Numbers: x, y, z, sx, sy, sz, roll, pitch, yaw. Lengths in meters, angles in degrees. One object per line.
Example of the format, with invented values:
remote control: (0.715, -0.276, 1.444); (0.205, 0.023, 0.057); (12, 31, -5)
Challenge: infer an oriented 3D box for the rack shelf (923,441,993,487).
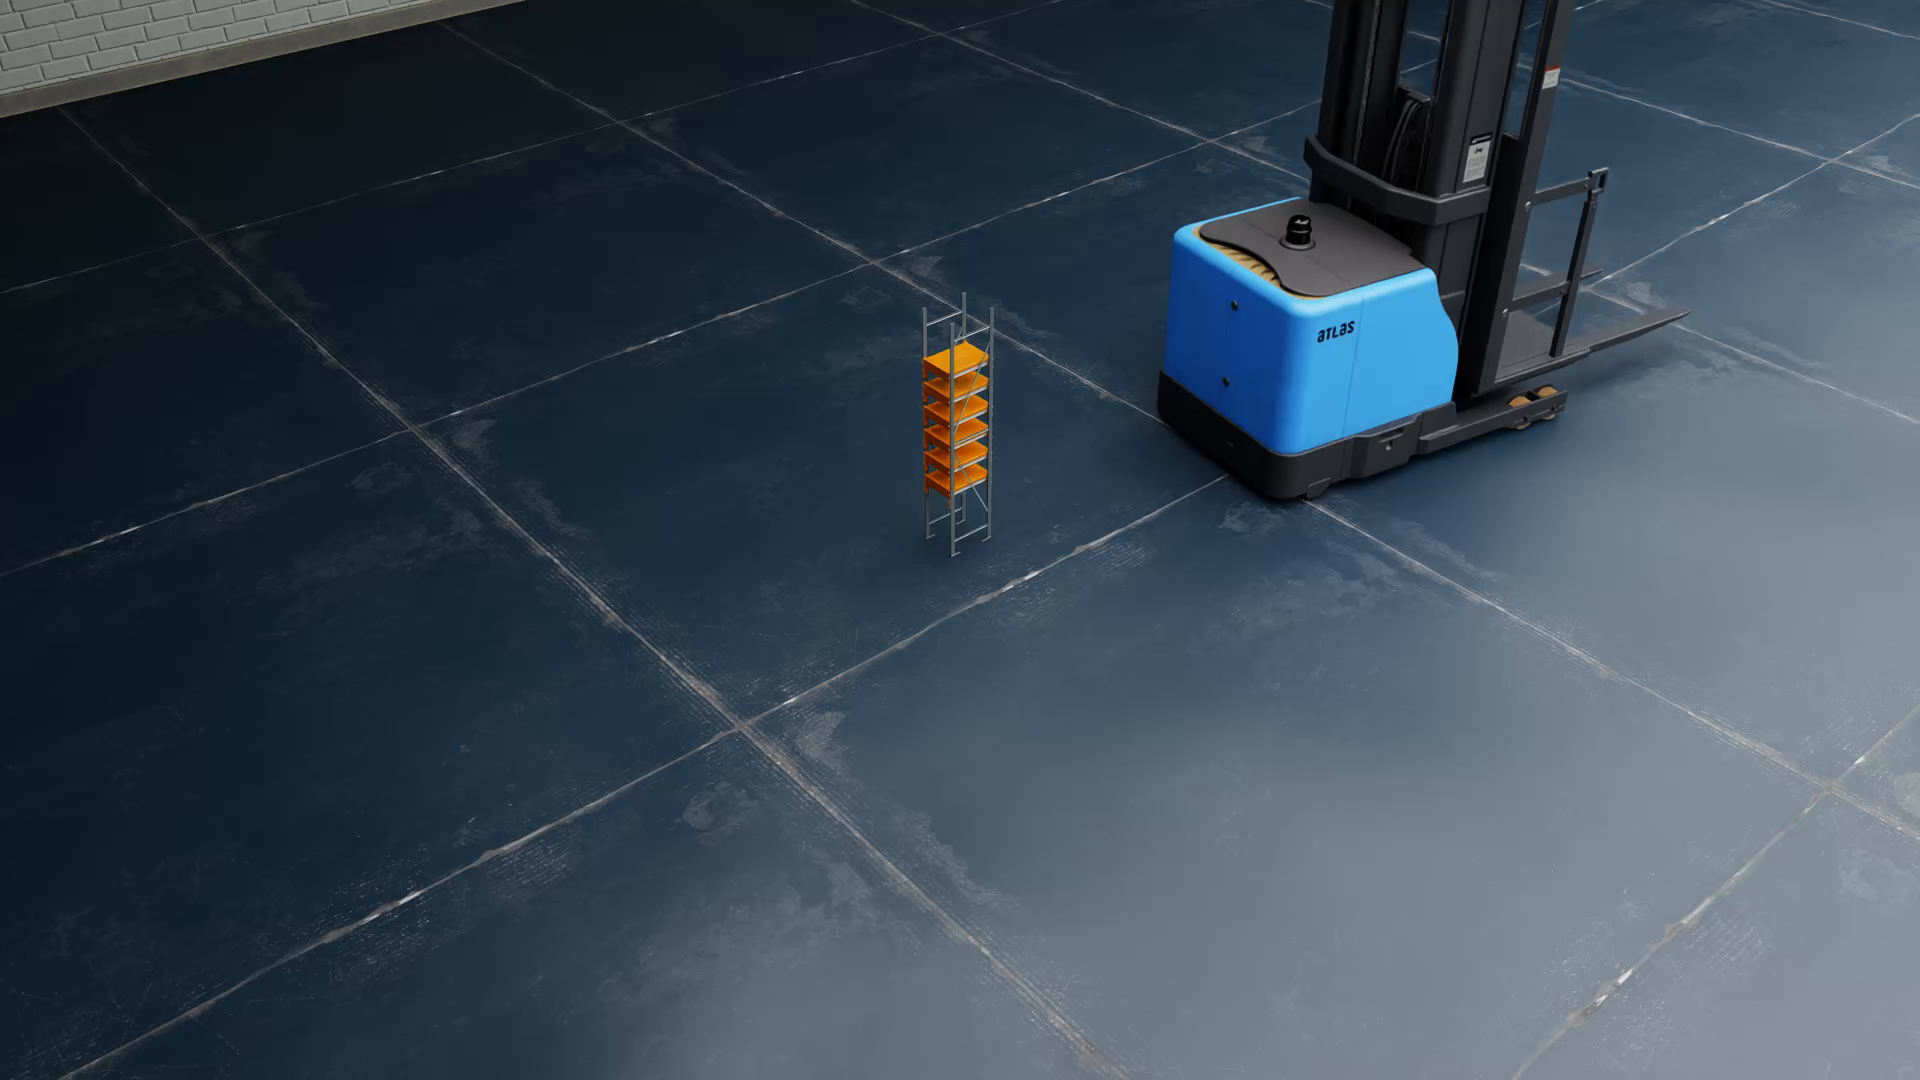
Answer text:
rack shelf: (-0.009, -0.362, 7.507); (0.258, 0.103, 0.180); (-26, 43, -32)

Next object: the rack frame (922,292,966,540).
rack frame: (-0.068, -0.536, 7.469); (0.240, 1.200, 0.006); (-26, 43, -32)

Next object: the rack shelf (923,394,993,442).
rack shelf: (-0.009, -0.558, 7.369); (0.258, 0.103, 0.180); (-26, 43, -32)

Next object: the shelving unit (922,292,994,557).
shelving unit: (-0.009, -0.496, 7.412); (0.258, 1.200, 0.189); (-26, 43, -32)

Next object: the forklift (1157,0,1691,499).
forklift: (2.550, -2.011, 8.053); (3.031, 2.935, 1.130); (-18, 39, -24)

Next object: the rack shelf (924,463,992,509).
rack shelf: (-0.009, -0.264, 7.577); (0.258, 0.103, 0.180); (-26, 43, -32)

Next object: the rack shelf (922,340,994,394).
rack shelf: (-0.009, -0.754, 7.230); (0.258, 0.103, 0.180); (-26, 43, -32)

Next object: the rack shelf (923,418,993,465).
rack shelf: (-0.009, -0.460, 7.438); (0.258, 0.103, 0.180); (-26, 43, -32)

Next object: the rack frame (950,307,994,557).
rack frame: (0.050, -0.456, 7.355); (0.240, 1.200, 0.006); (-26, 43, -32)

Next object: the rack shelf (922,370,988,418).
rack shelf: (-0.009, -0.656, 7.299); (0.258, 0.103, 0.180); (-26, 43, -32)
